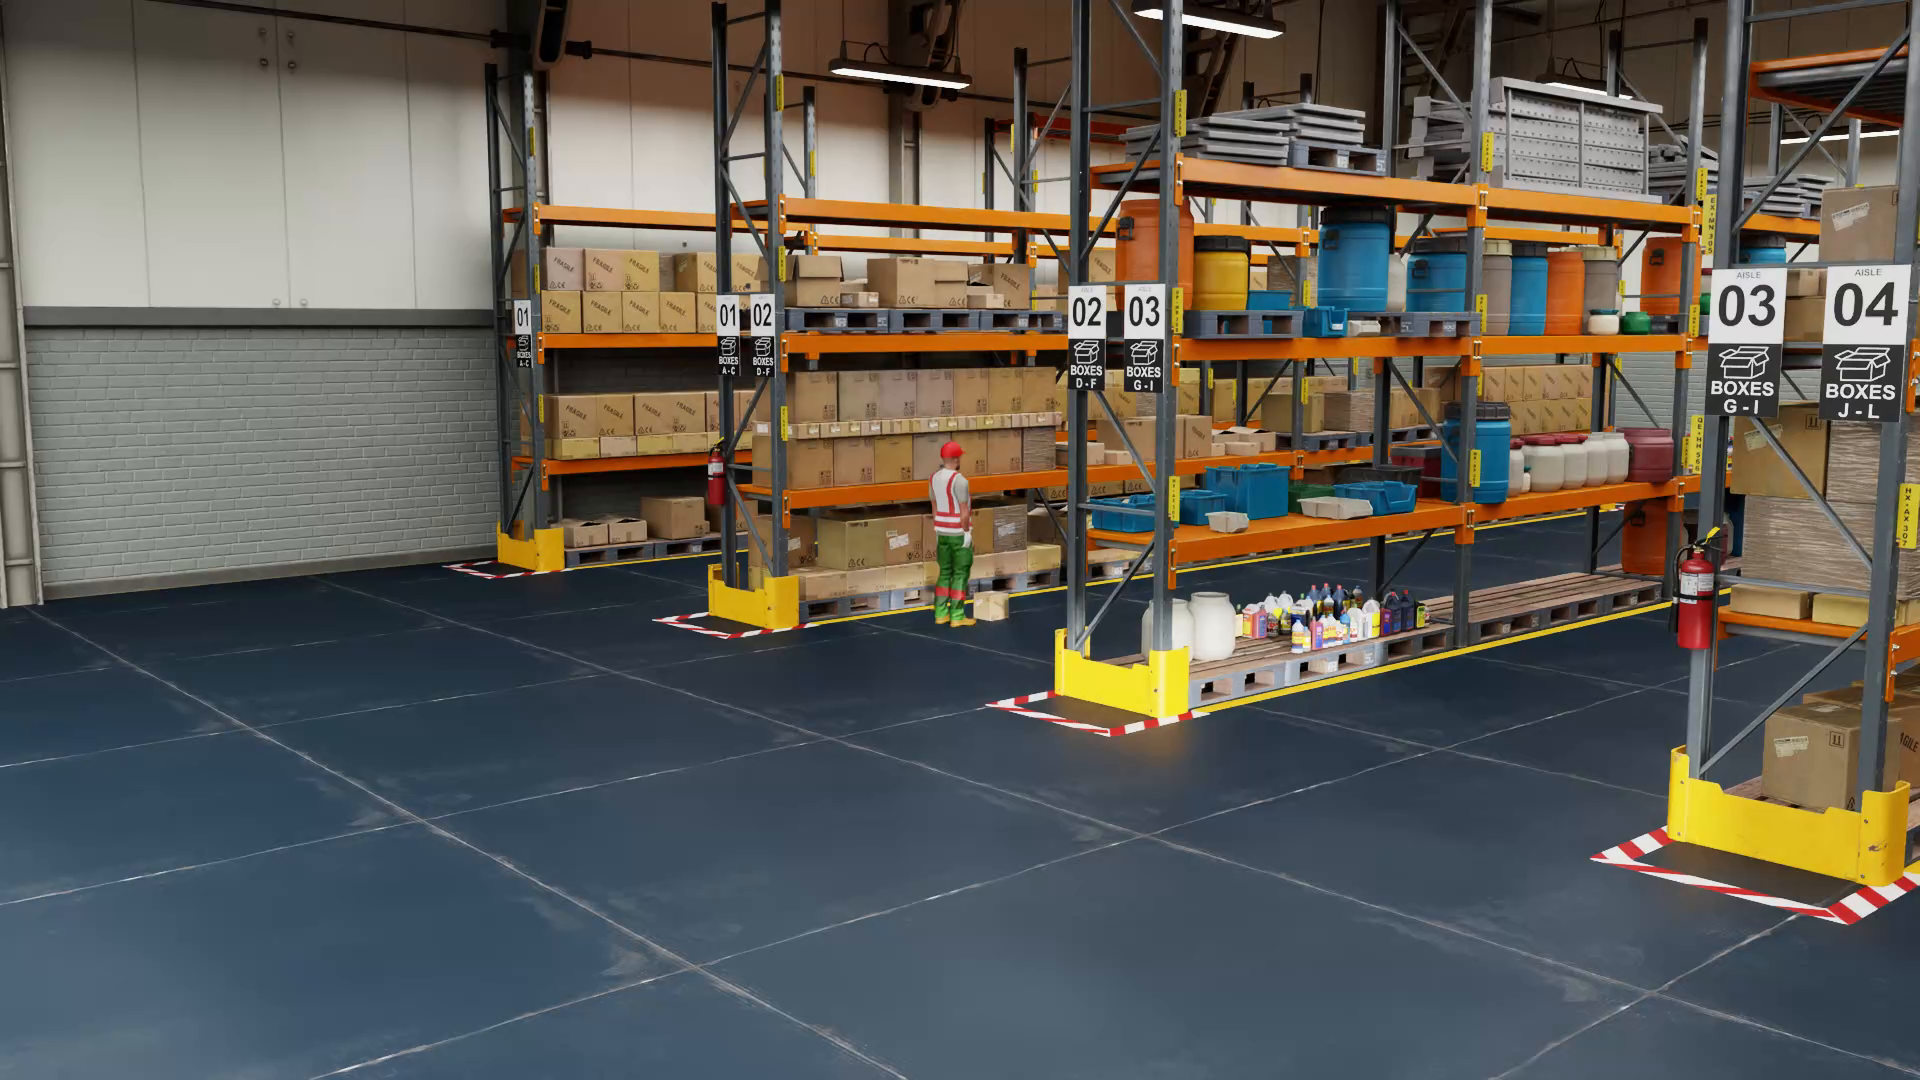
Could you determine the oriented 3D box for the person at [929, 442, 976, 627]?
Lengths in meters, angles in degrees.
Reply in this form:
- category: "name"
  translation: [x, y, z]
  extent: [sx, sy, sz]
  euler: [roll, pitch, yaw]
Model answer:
- category: "person"
  translation: [-0.072, -0.063, 16.188]
  extent: [0.338, 1.783, 0.525]
  euler: [-6, 10, -40]
